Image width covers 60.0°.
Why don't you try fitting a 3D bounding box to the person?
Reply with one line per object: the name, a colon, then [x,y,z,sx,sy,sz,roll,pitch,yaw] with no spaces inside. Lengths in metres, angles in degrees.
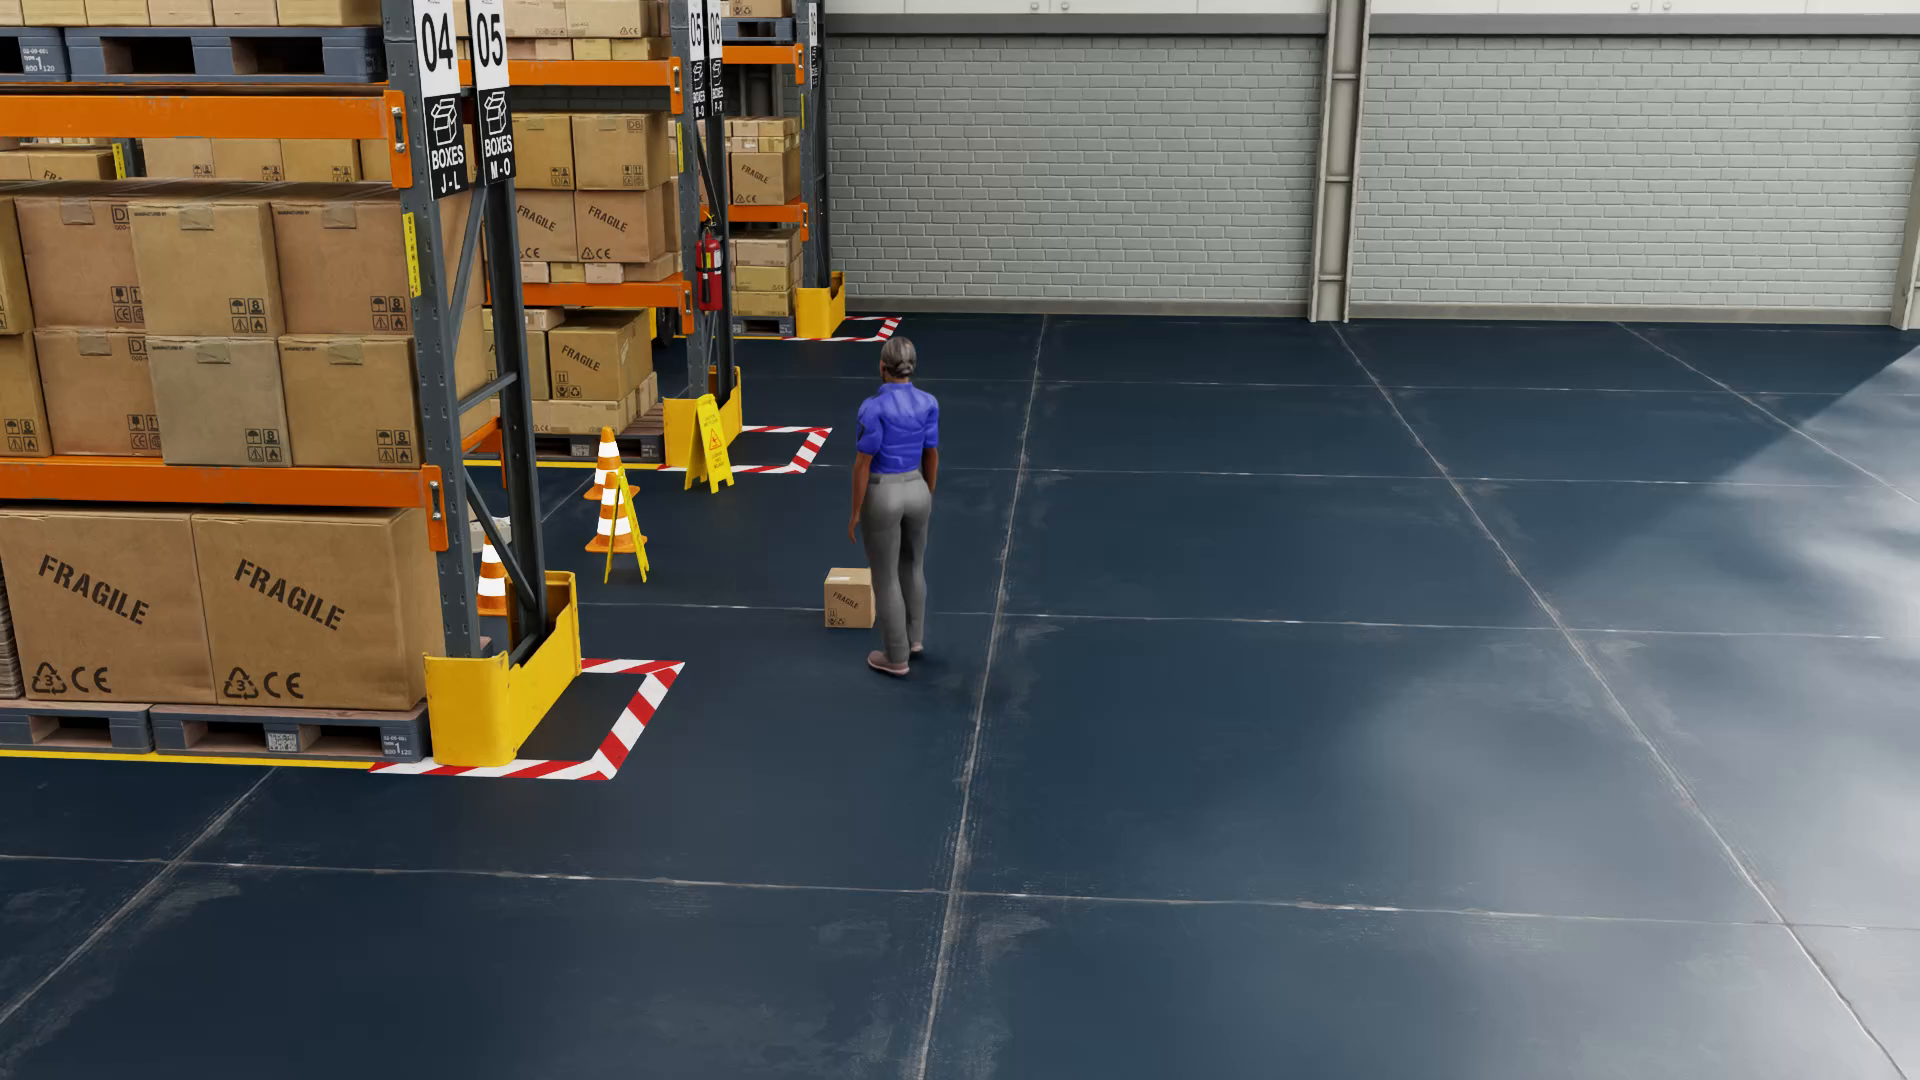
person: [-0.358,-0.155,8.095,0.499,1.711,0.463,-11,21,-31]
